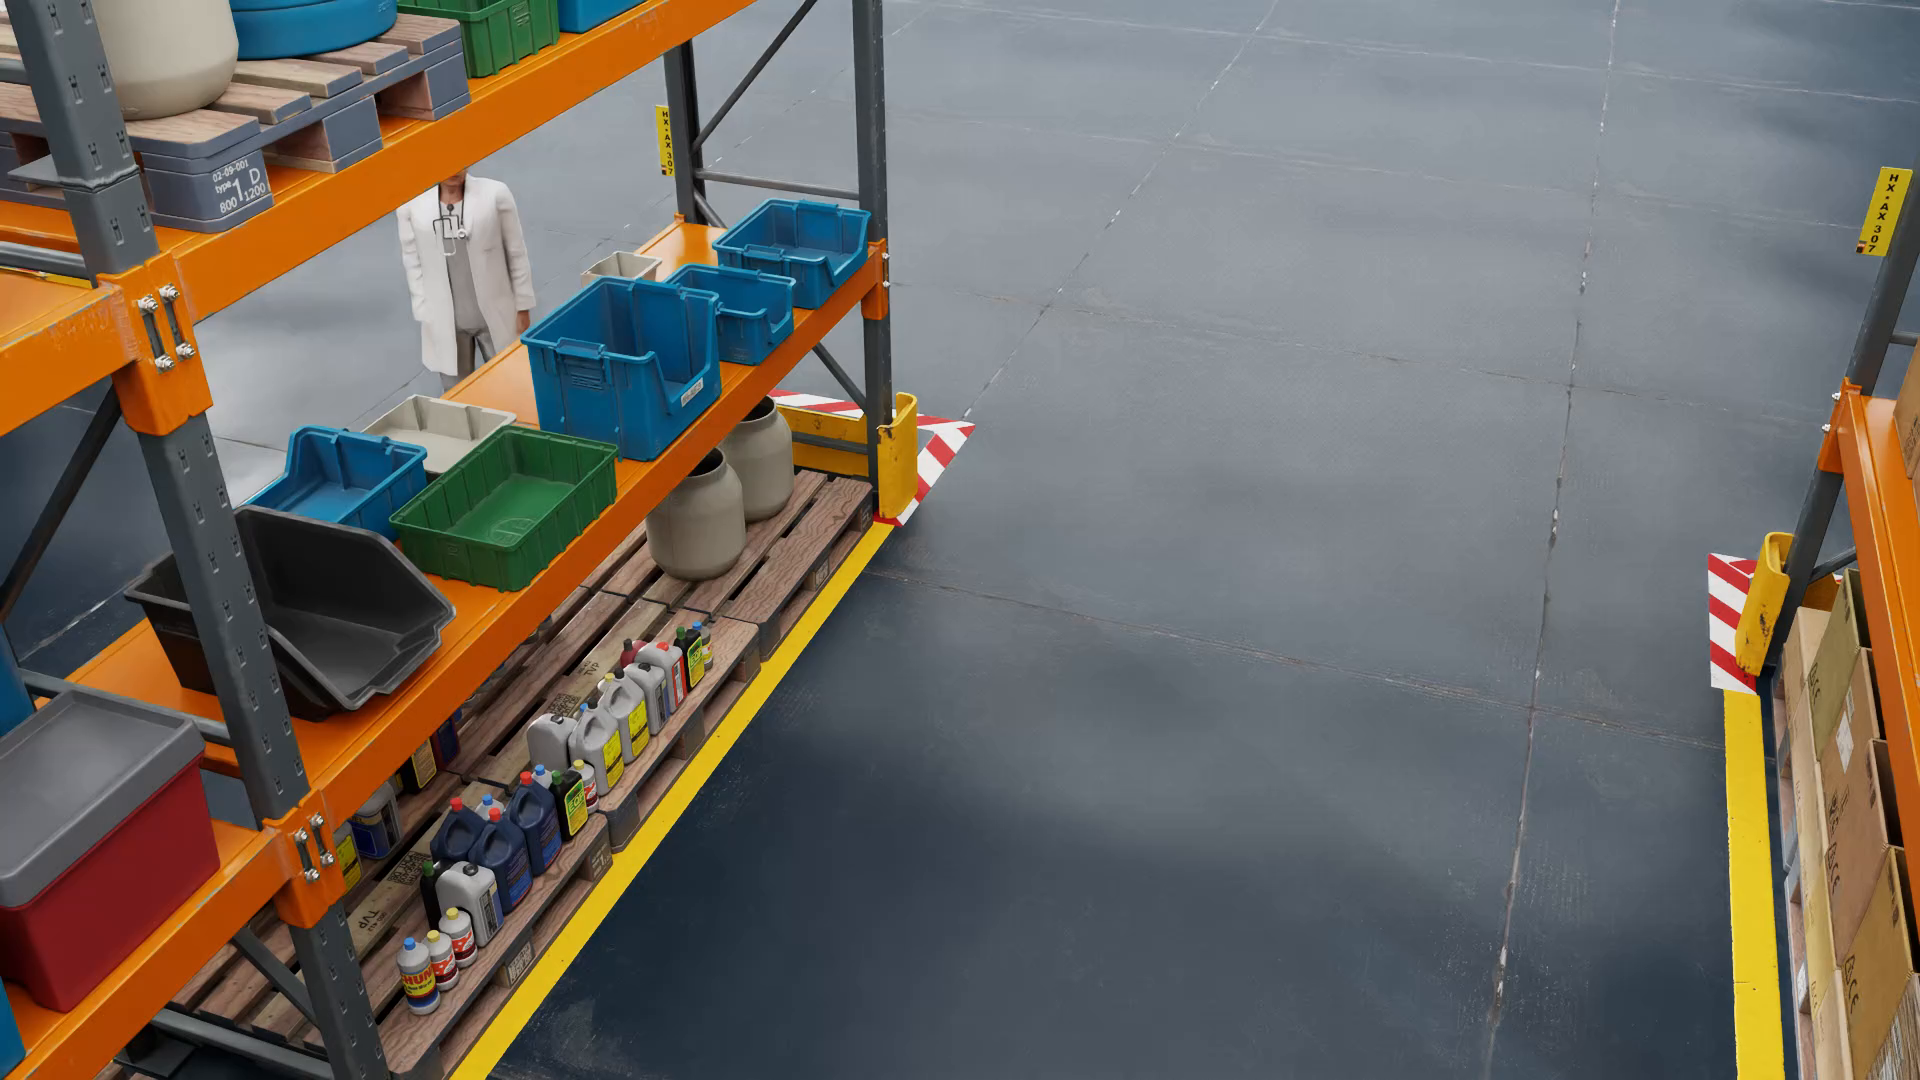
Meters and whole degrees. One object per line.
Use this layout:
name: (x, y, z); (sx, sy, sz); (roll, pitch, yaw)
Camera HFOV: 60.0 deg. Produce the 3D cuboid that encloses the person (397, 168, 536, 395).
person: (-2.271, -1.041, 7.798); (0.563, 1.804, 0.413); (-6, 33, -9)
